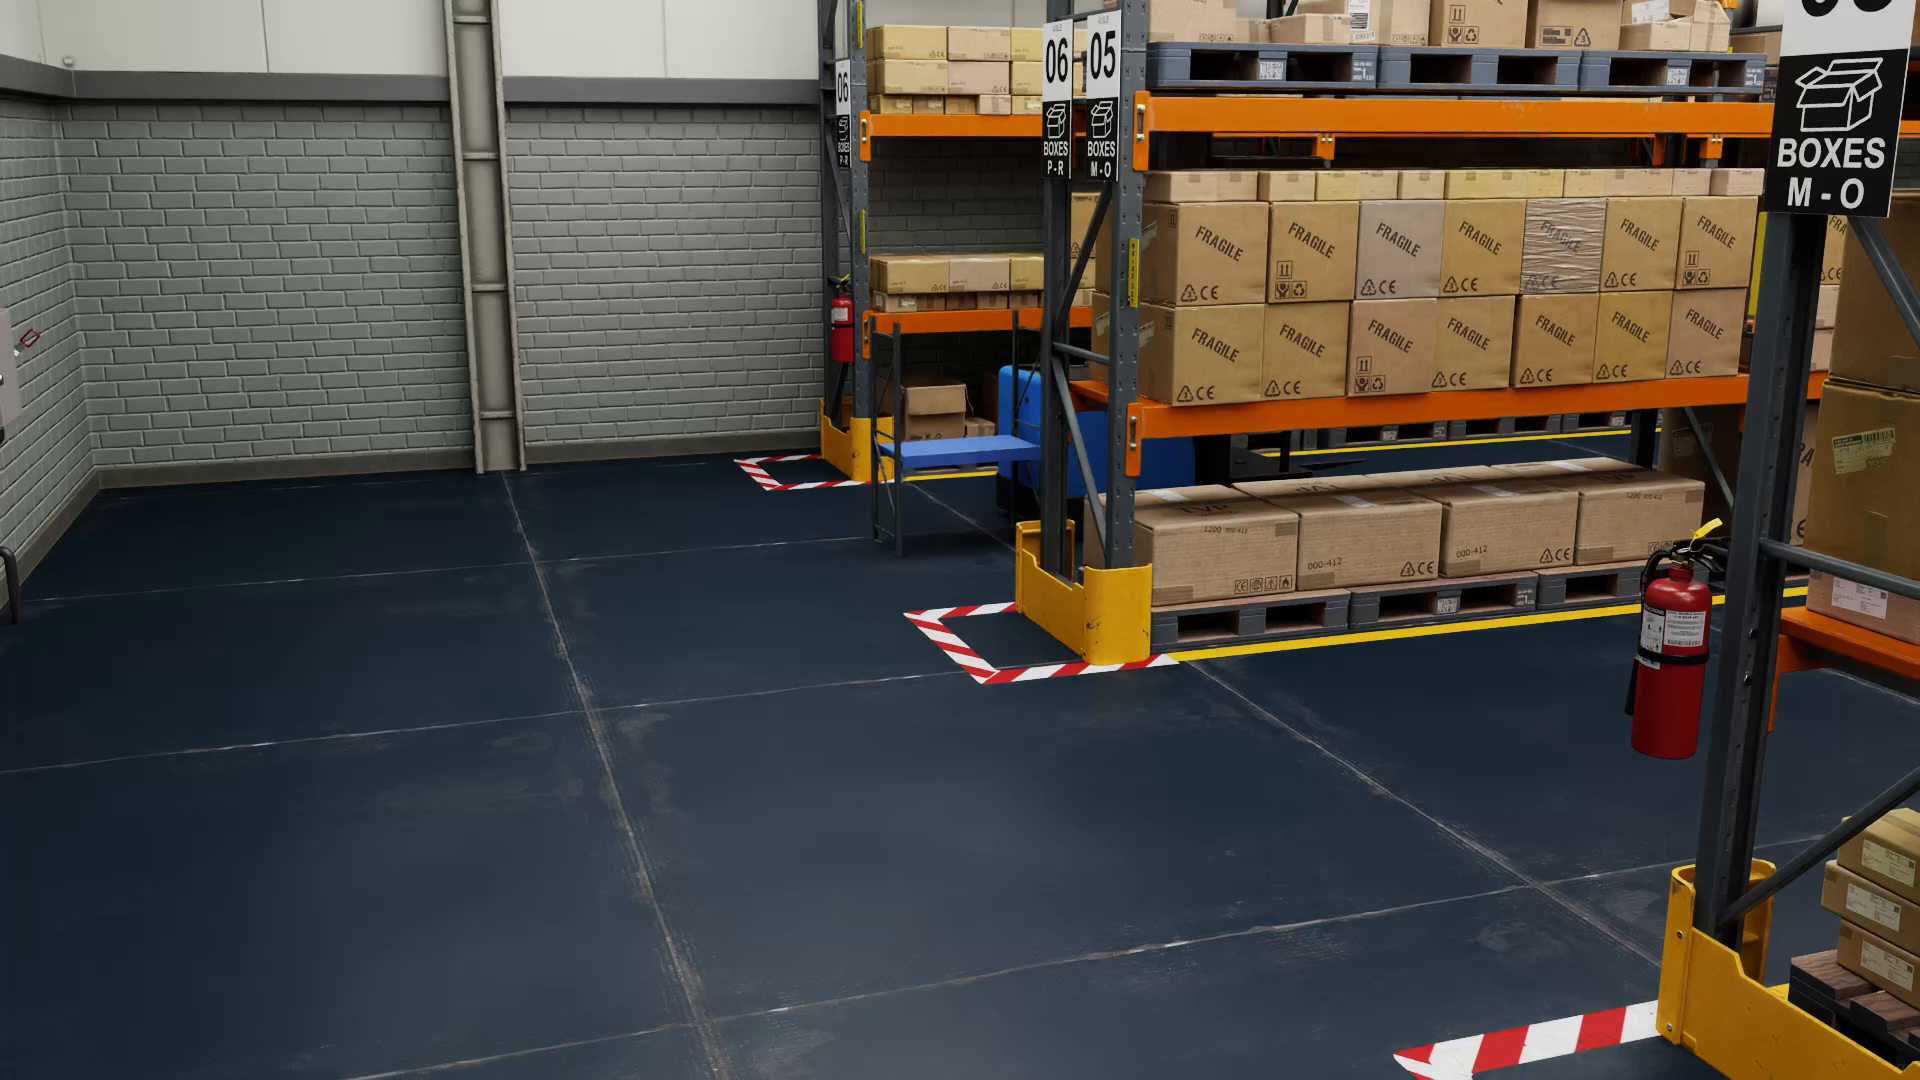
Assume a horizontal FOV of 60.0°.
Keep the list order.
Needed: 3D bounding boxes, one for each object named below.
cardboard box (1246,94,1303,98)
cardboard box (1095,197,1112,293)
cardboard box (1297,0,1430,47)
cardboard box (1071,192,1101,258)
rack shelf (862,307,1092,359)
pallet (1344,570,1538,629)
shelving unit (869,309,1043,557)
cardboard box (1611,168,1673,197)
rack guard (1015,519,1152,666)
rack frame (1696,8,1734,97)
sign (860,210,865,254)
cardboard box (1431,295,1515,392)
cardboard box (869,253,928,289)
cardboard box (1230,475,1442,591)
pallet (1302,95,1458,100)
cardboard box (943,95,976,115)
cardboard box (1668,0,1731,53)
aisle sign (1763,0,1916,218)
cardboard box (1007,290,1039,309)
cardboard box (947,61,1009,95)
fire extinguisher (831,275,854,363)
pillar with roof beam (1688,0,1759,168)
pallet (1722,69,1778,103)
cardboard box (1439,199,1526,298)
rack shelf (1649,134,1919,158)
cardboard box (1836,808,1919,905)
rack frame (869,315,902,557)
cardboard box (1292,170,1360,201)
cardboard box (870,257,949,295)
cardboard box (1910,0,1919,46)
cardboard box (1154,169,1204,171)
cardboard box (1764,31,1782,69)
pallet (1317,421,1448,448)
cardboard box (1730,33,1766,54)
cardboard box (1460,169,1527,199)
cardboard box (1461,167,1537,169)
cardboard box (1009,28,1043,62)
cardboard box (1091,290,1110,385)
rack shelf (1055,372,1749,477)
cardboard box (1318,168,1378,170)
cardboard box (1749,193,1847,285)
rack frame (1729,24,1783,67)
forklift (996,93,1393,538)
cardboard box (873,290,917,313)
[{"bbox_3d":[2.496,-3.782,13.760,0.500,0.250,0.500,-4,14,-18],"label":"cardboard box"},{"bbox_3d":[1.050,-1.581,8.930,0.500,0.500,0.500,-4,14,-16],"label":"cardboard box"},{"bbox_3d":[2.104,-2.726,8.709,0.500,0.311,0.500,-4,14,-17],"label":"cardboard box"},{"bbox_3d":[1.020,-2.568,13.518,0.500,0.500,0.500,-4,14,-17],"label":"cardboard box"},{"bbox_3d":[0.978,-1.844,13.967,4.000,0.370,1.077,-4,14,-18],"label":"rack shelf"},{"bbox_3d":[2.557,0.233,9.706,1.213,0.211,1.003,-4,14,-18],"label":"pallet"},{"bbox_3d":[-0.011,-0.721,10.934,1.048,1.500,0.538,-5,14,-21],"label":"shelving unit"},{"bbox_3d":[3.746,-1.999,9.288,0.250,0.149,0.380,-4,14,-18],"label":"cardboard box"},{"bbox_3d":[0.647,0.260,8.970,0.348,0.500,1.175,-4,14,-18],"label":"rack guard"},{"bbox_3d":[6.665,-5.555,15.051,0.127,3.000,1.000,-4,14,-18],"label":"rack frame"},{"bbox_3d":[-0.744,-2.348,12.663,0.005,0.325,0.100,-4,14,-18],"label":"sign"},{"bbox_3d":[2.644,-1.097,9.055,0.500,0.500,0.500,-4,14,-16],"label":"cardboard box"},{"bbox_3d":[-0.566,-2.210,13.634,0.500,0.250,0.500,-4,14,-16],"label":"cardboard box"},{"bbox_3d":[2.128,-0.056,9.524,0.875,0.438,0.875,-4,14,-17],"label":"cardboard box"},{"bbox_3d":[3.514,-3.742,14.317,1.003,0.211,1.213,-4,14,-18],"label":"pallet"},{"bbox_3d":[-0.052,-3.396,12.999,0.250,0.149,0.380,-4,14,-18],"label":"cardboard box"},{"bbox_3d":[3.957,-2.783,9.044,0.258,0.266,0.396,-4,14,-16],"label":"cardboard box"},{"bbox_3d":[2.179,-1.205,4.108,0.004,0.787,0.394,-4,14,-18],"label":"aisle sign"},{"bbox_3d":[0.455,-1.970,13.486,0.250,0.149,0.380,-4,14,-17],"label":"cardboard box"},{"bbox_3d":[0.066,-3.592,12.962,0.500,0.250,0.500,-4,14,-17],"label":"cardboard box"},{"bbox_3d":[-0.909,-1.715,12.844,0.183,0.674,0.296,-4,14,-18],"label":"fire extinguisher"},{"bbox_3d":[8.986,-4.905,12.318,0.400,9.000,9.100,-4,14,-18],"label":"pillar with roof beam"},{"bbox_3d":[5.314,-2.698,9.934,1.217,0.209,0.805,-5,14,-20],"label":"pallet"},{"bbox_3d":[2.661,-1.582,8.936,0.500,0.500,0.500,-4,14,-18],"label":"cardboard box"},{"bbox_3d":[8.561,-3.894,16.102,4.000,0.370,1.077,-4,14,-18],"label":"rack shelf"},{"bbox_3d":[2.765,0.919,4.765,0.250,0.149,0.380,-4,14,-17],"label":"cardboard box"},{"bbox_3d":[-0.482,-0.677,10.748,0.032,1.500,0.500,-5,14,-21],"label":"rack frame"},{"bbox_3d":[1.846,-1.826,8.561,0.250,0.149,0.380,-5,14,-20],"label":"cardboard box"},{"bbox_3d":[-0.401,-2.092,13.139,0.500,0.250,0.500,-4,14,-18],"label":"cardboard box"},{"bbox_3d":[2.691,-1.358,4.210,0.500,0.250,0.500,-5,14,-19],"label":"cardboard box"},{"bbox_3d":[1.179,-1.903,8.882,0.250,0.149,0.380,-4,14,-17],"label":"cardboard box"},{"bbox_3d":[5.229,-2.984,10.011,0.500,0.311,0.500,-4,14,-18],"label":"cardboard box"},{"bbox_3d":[3.633,-1.053,15.114,1.213,0.211,1.003,-4,14,-18],"label":"pallet"},{"bbox_3d":[7.429,-4.398,15.327,0.500,0.500,0.500,-4,14,-18],"label":"cardboard box"},{"bbox_3d":[2.810,-1.909,8.909,0.250,0.149,0.380,-4,14,-18],"label":"cardboard box"},{"bbox_3d":[3.096,-2.069,9.579,0.250,0.149,0.380,-5,14,-20],"label":"cardboard box"},{"bbox_3d":[0.543,-3.872,13.056,0.500,0.250,0.500,-5,14,-19],"label":"cardboard box"},{"bbox_3d":[1.042,-1.100,9.070,0.500,0.500,0.500,-4,14,-18],"label":"cardboard box"},{"bbox_3d":[2.565,-0.756,9.392,4.000,0.370,1.077,-4,14,-18],"label":"rack shelf"},{"bbox_3d":[2.138,-1.985,9.228,0.250,0.149,0.380,-4,14,-17],"label":"cardboard box"},{"bbox_3d":[4.969,-1.758,9.673,0.500,0.500,0.500,-4,14,-17],"label":"cardboard box"},{"bbox_3d":[4.460,-4.172,9.235,0.127,3.000,1.000,-4,14,-18],"label":"rack frame"},{"bbox_3d":[1.828,-1.633,11.676,3.031,2.935,1.130,-5,14,-21],"label":"forklift"},{"bbox_3d":[-0.518,-1.888,13.142,0.250,0.149,0.380,-5,14,-18],"label":"cardboard box"}]
